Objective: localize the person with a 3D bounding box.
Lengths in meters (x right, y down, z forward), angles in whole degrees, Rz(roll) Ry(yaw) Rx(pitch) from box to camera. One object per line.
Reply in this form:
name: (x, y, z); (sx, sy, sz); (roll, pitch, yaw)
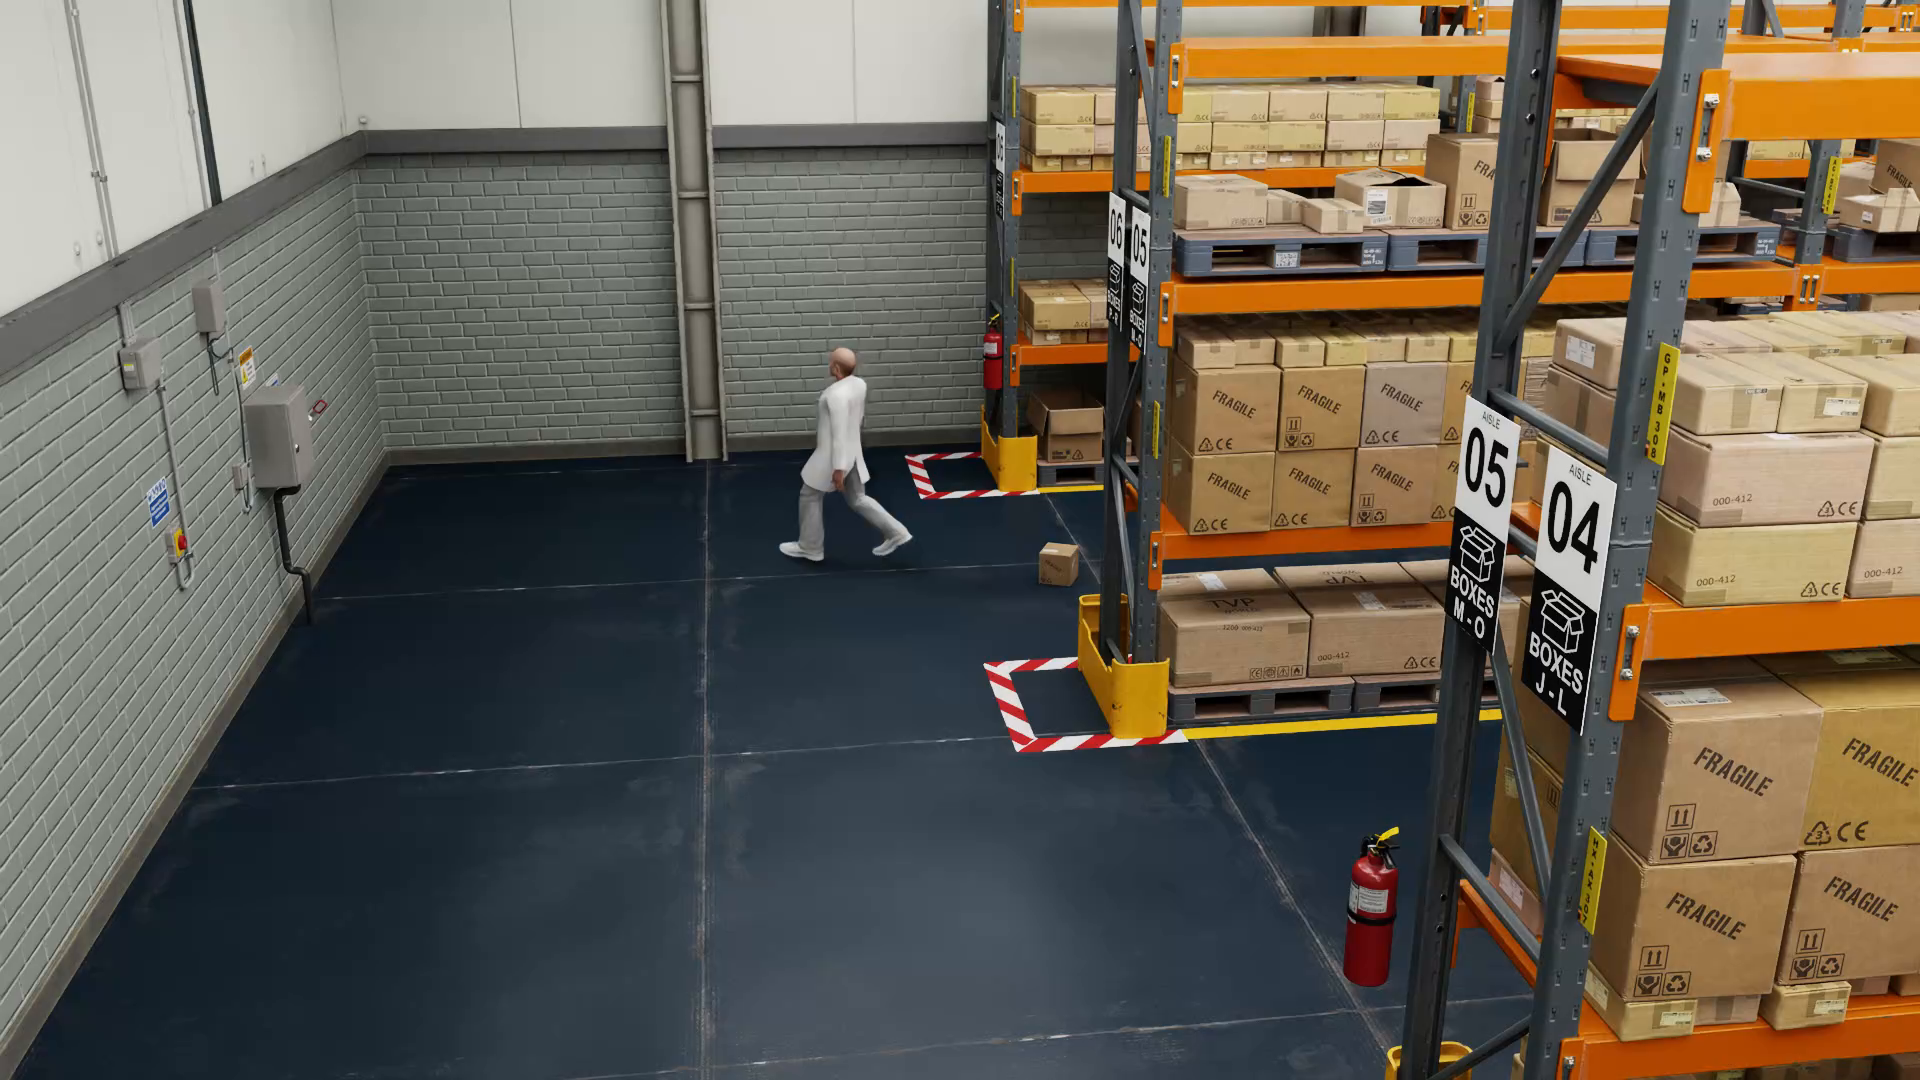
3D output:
person: (-0.901, -0.654, 12.920); (1.072, 1.730, 0.613); (9, 22, 23)
